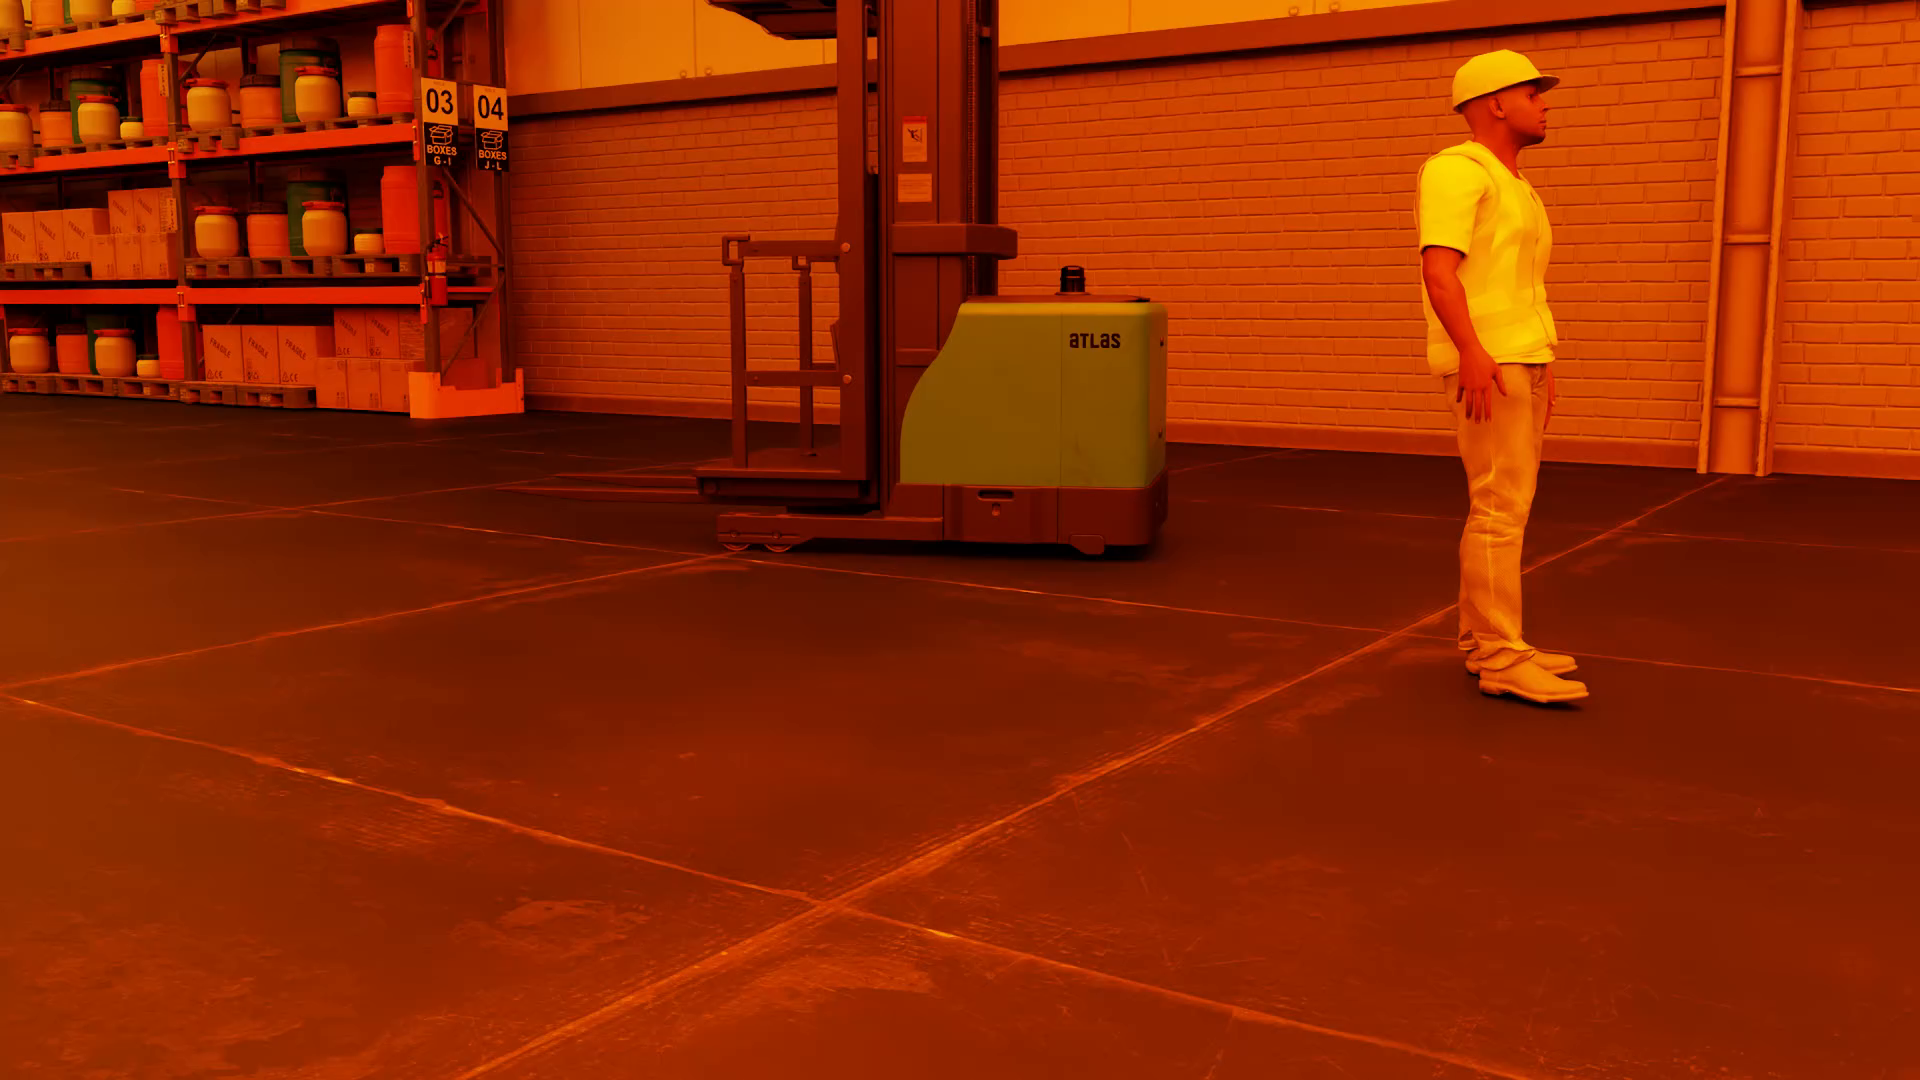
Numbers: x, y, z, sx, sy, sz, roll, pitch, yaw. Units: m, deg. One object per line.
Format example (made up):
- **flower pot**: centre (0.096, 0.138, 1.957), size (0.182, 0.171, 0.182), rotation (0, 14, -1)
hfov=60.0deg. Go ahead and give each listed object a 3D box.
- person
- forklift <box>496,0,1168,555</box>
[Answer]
- **person**: centre (1.580, -0.482, 4.671), size (0.577, 1.765, 0.665), rotation (6, 10, 34)
- **forklift**: centre (-0.596, -1.469, 7.520), size (3.031, 2.935, 1.130), rotation (2, 8, 12)
